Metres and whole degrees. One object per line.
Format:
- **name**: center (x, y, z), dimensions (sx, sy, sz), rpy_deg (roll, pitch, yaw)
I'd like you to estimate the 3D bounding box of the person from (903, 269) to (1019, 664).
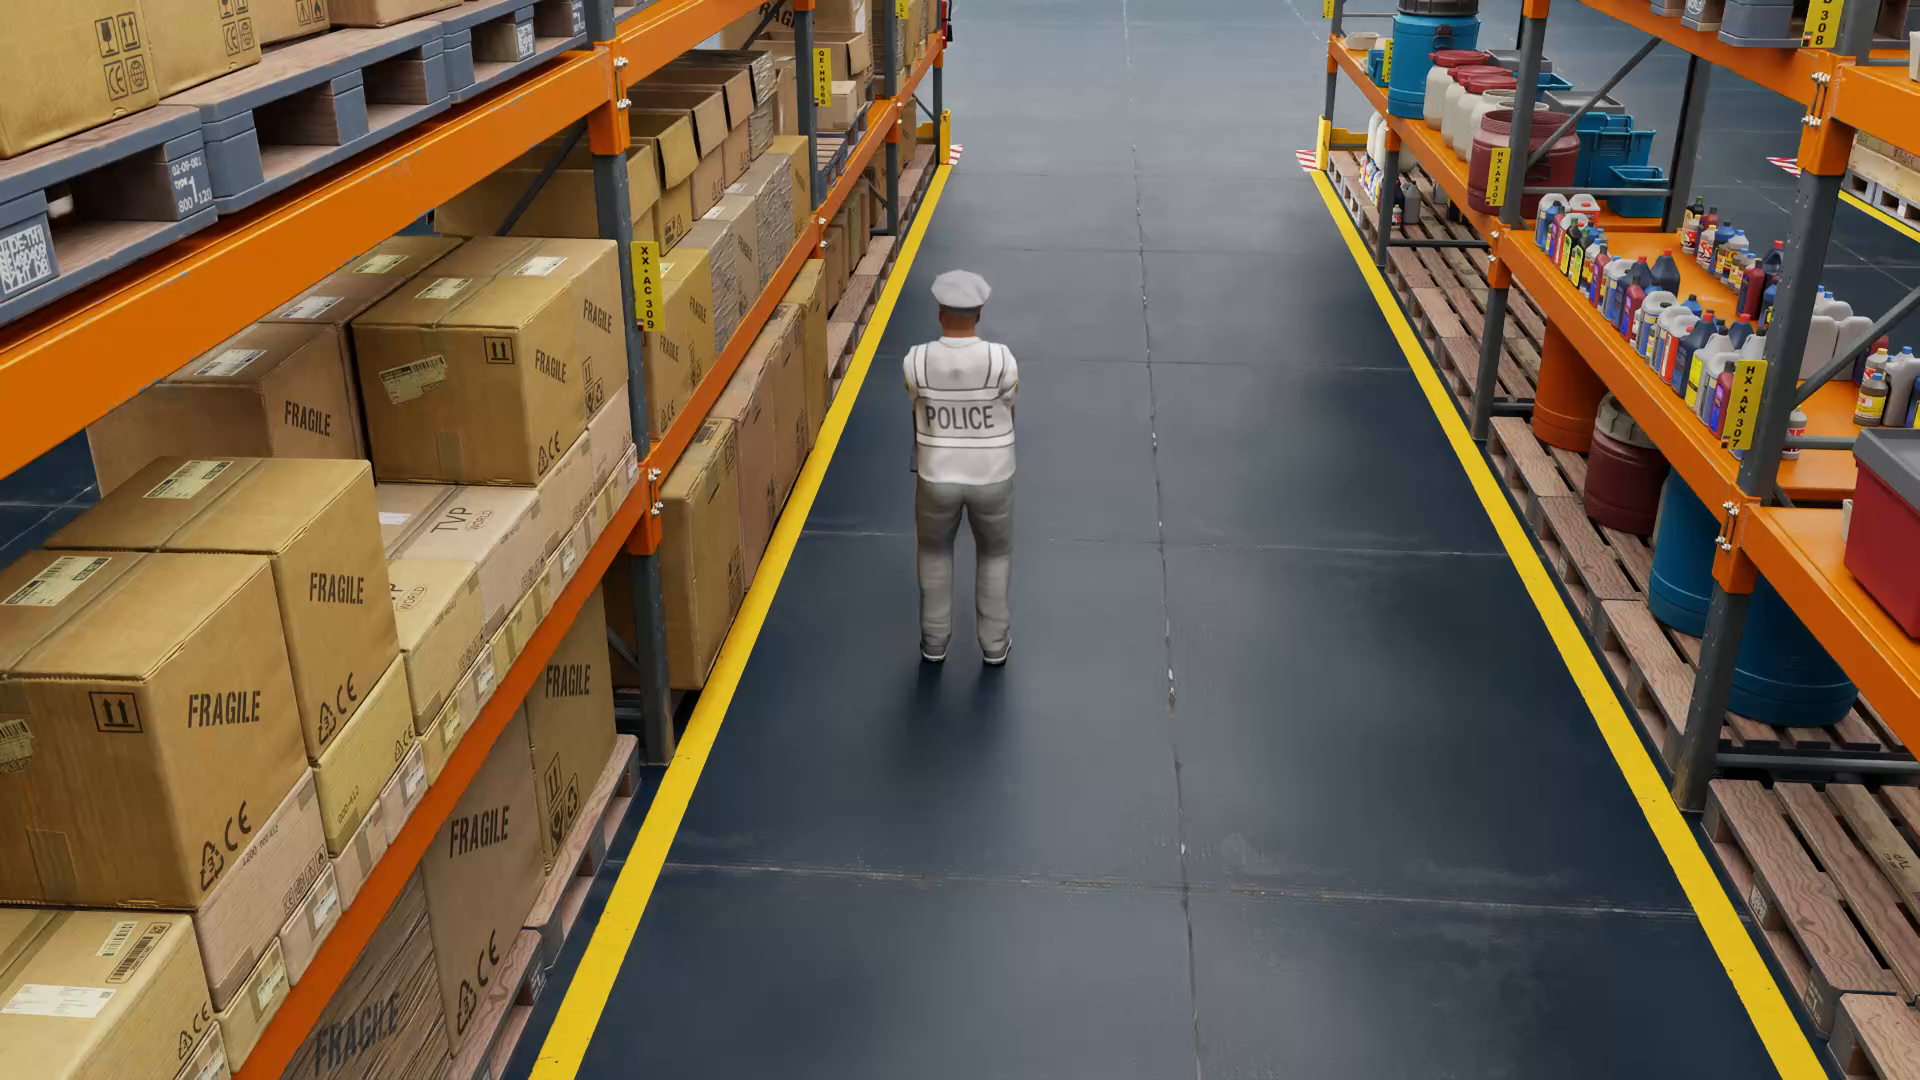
- **person**: center (0.008, -0.322, 7.293), dimensions (0.490, 1.771, 0.571), rpy_deg (1, 24, 3)
